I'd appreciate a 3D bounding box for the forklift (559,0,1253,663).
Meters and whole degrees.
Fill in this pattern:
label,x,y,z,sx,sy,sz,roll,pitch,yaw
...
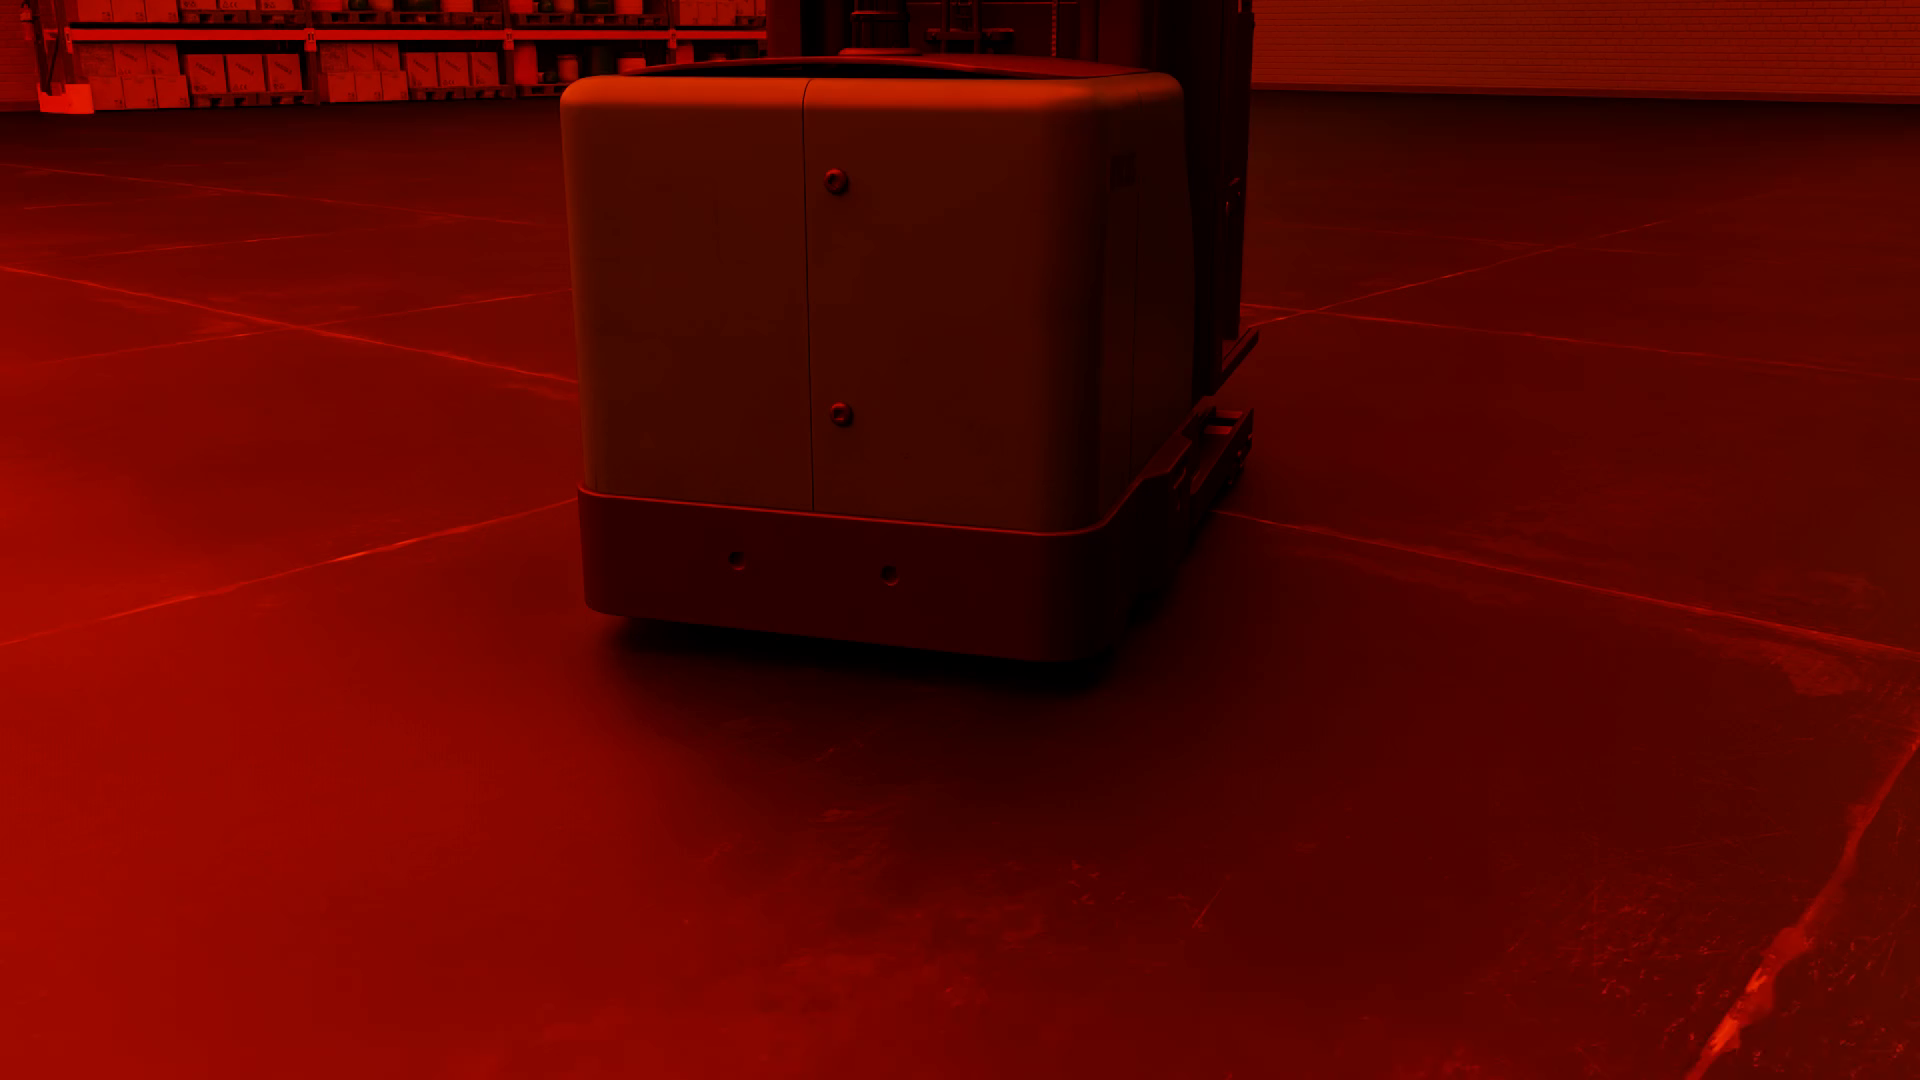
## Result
label,x,y,z,sx,sy,sz,roll,pitch,yaw
forklift,0.019,-1.378,3.586,1.129,2.843,1.939,5,18,17
